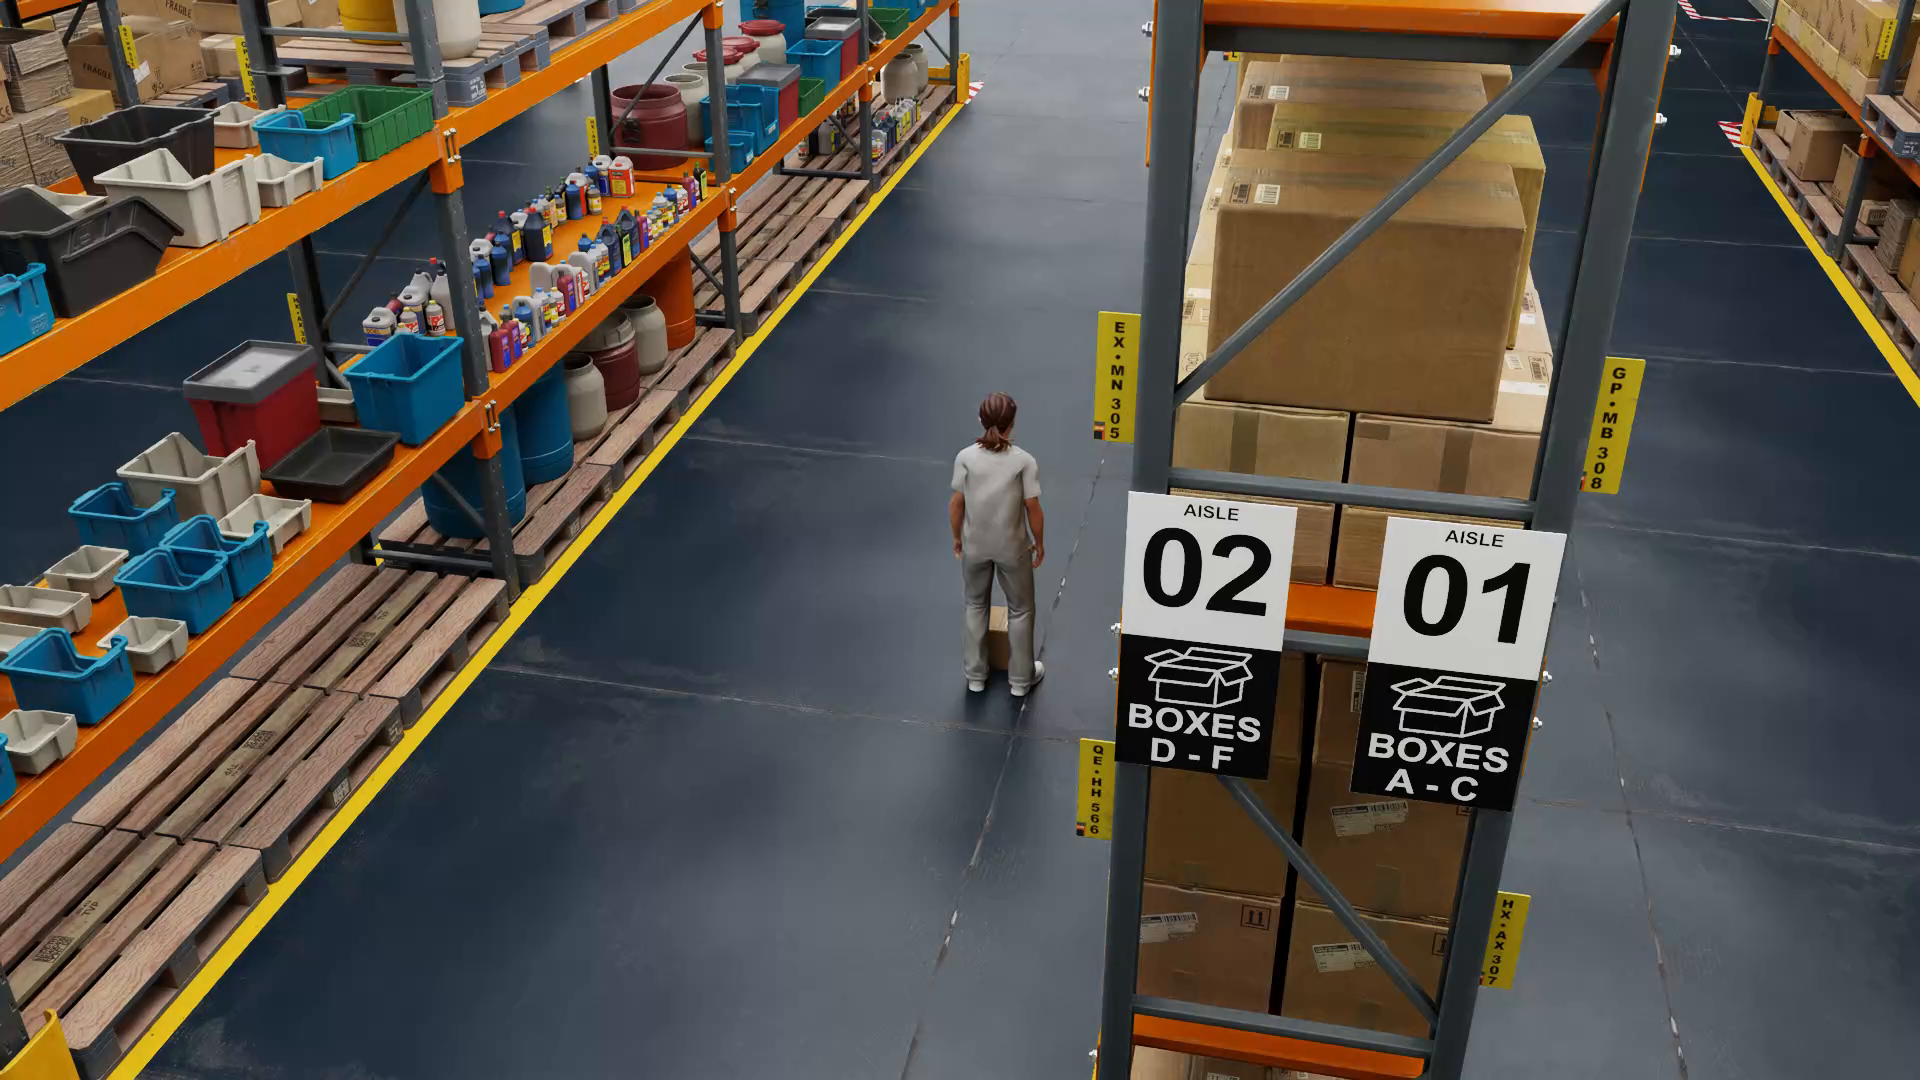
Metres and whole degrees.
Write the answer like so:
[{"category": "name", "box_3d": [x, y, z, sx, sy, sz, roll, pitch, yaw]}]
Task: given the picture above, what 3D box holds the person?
[{"category": "person", "box_3d": [0.192, 0.033, 8.555, 0.486, 1.673, 0.358, 6, 29, 11]}]
